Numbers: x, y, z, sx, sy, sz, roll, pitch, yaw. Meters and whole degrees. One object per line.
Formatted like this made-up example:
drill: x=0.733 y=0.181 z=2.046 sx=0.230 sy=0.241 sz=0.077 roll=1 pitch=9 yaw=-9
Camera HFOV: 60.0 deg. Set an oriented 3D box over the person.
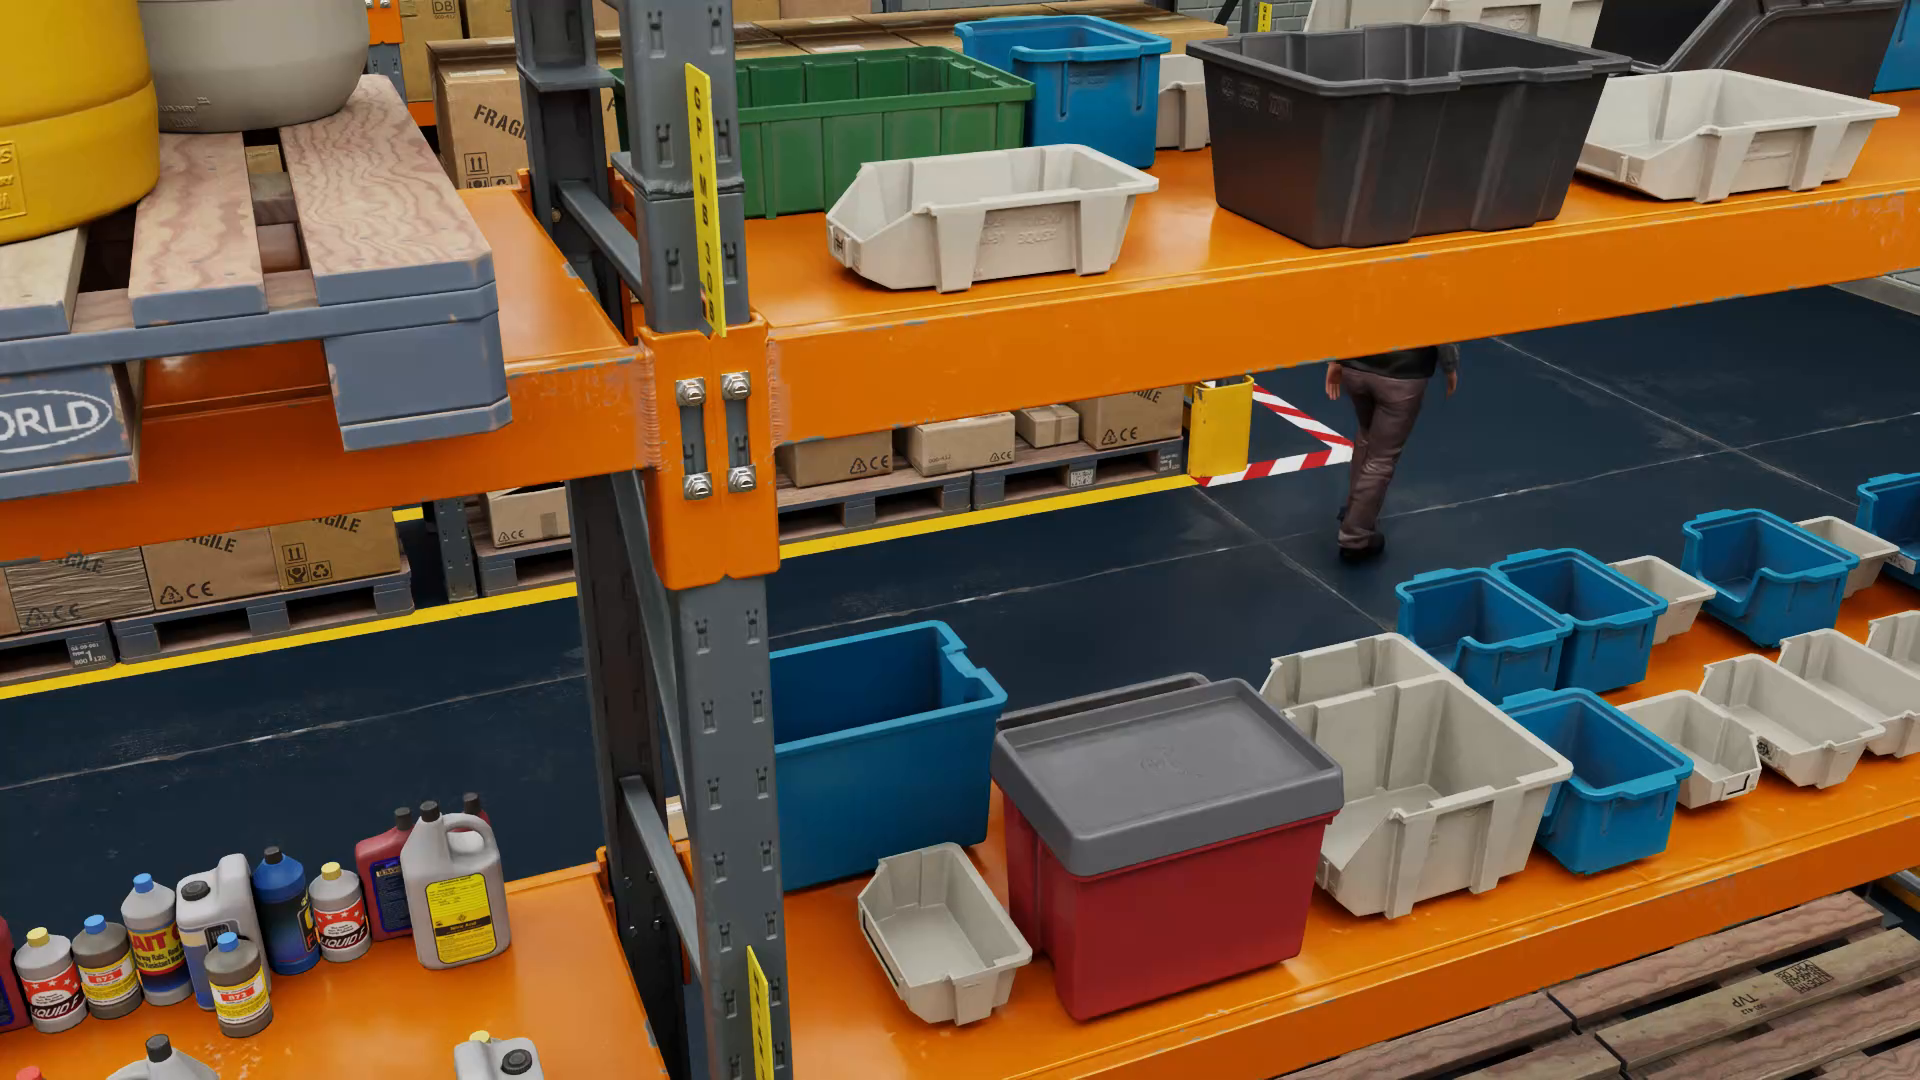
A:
person: x=1.976 y=-0.729 z=7.680 sx=0.598 sy=1.784 sz=0.550 roll=-22 pitch=34 yaw=-38
